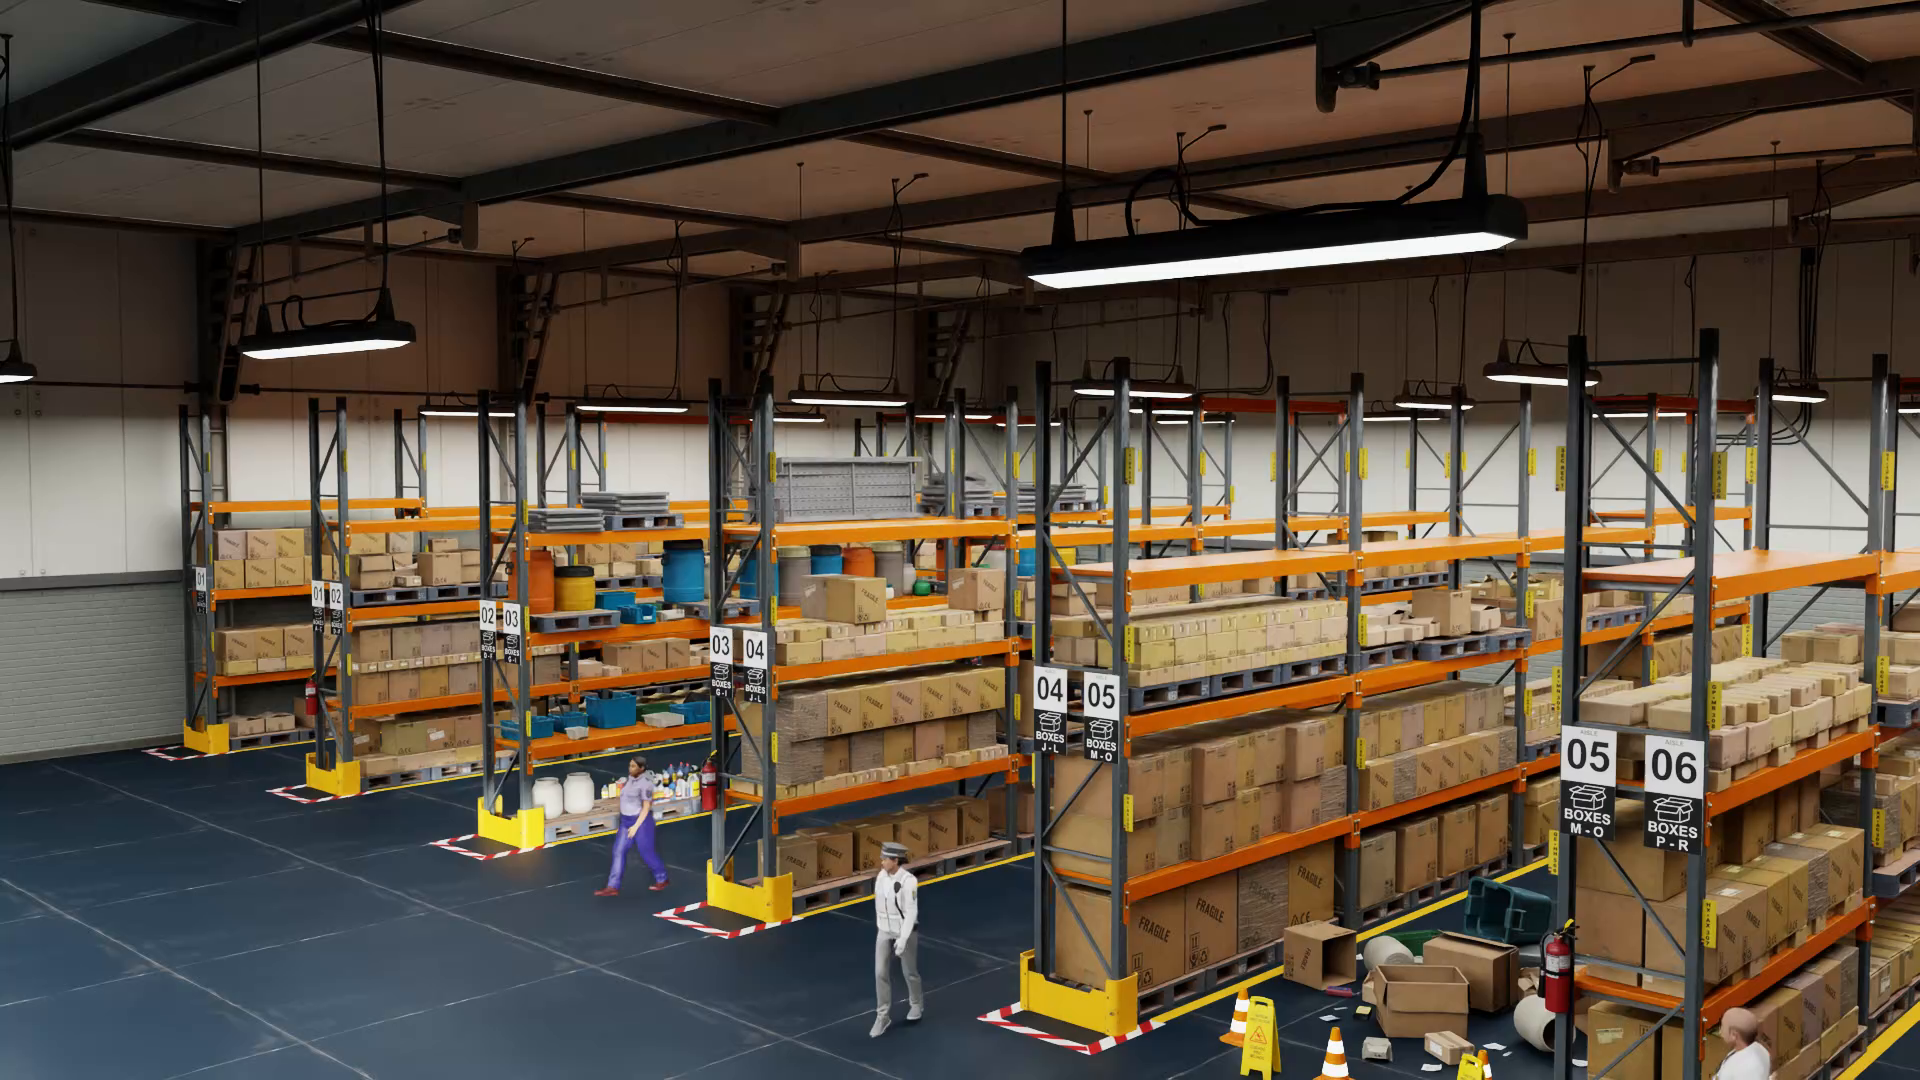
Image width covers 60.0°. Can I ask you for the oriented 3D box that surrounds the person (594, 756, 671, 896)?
[{"bbox_3d":[-3.803,3.333,19.353,0.502,1.581,0.899,3,4,44],"label":"person"}]

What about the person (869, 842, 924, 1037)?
[{"bbox_3d":[-0.583,3.565,14.958,0.514,1.716,0.698,2,3,30],"label":"person"}]

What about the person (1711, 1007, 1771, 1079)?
[{"bbox_3d":[4.925,3.744,10.202,0.984,1.742,0.592,1,3,23],"label":"person"}]
